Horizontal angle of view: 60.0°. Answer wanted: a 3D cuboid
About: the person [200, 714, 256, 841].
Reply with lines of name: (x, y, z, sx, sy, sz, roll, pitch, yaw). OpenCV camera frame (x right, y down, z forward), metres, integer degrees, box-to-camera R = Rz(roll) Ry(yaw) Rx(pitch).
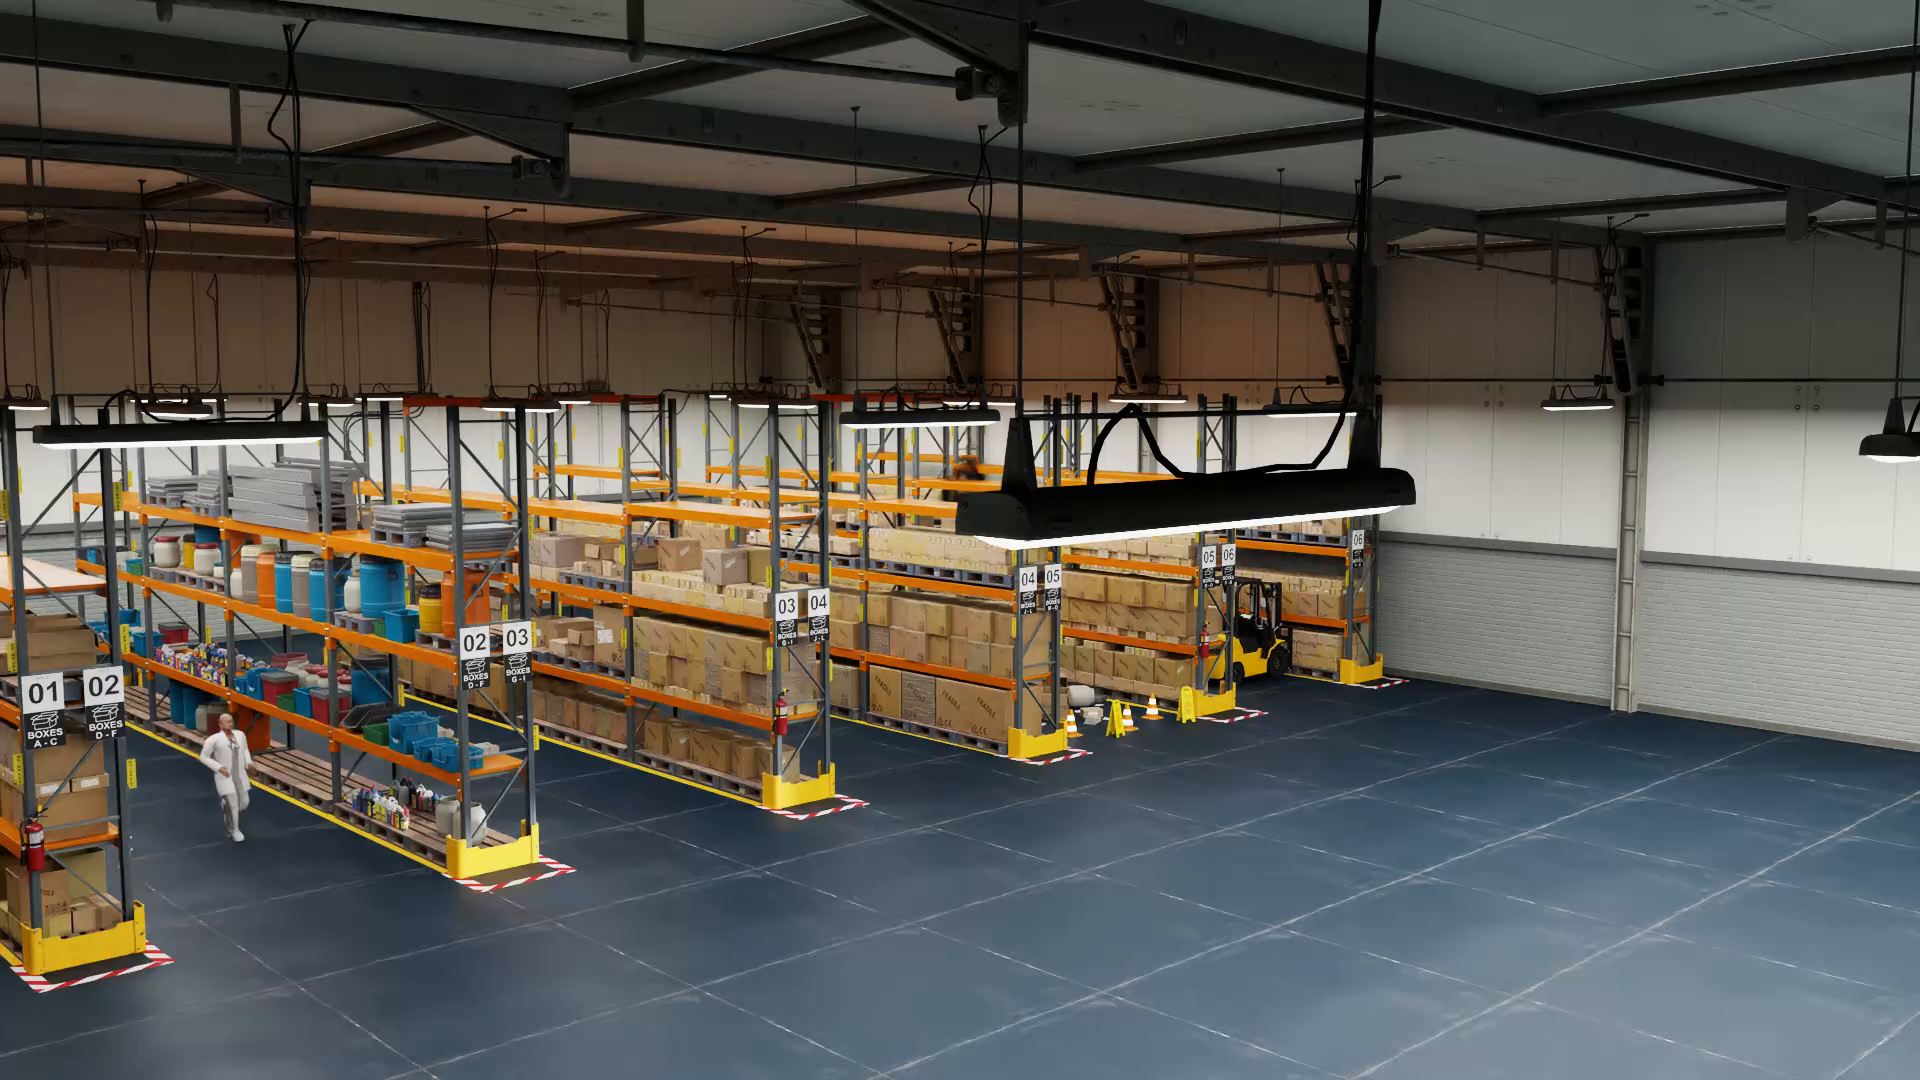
person: (-10.116, 3.259, 22.961, 0.652, 1.739, 0.712, 4, 7, 37)
